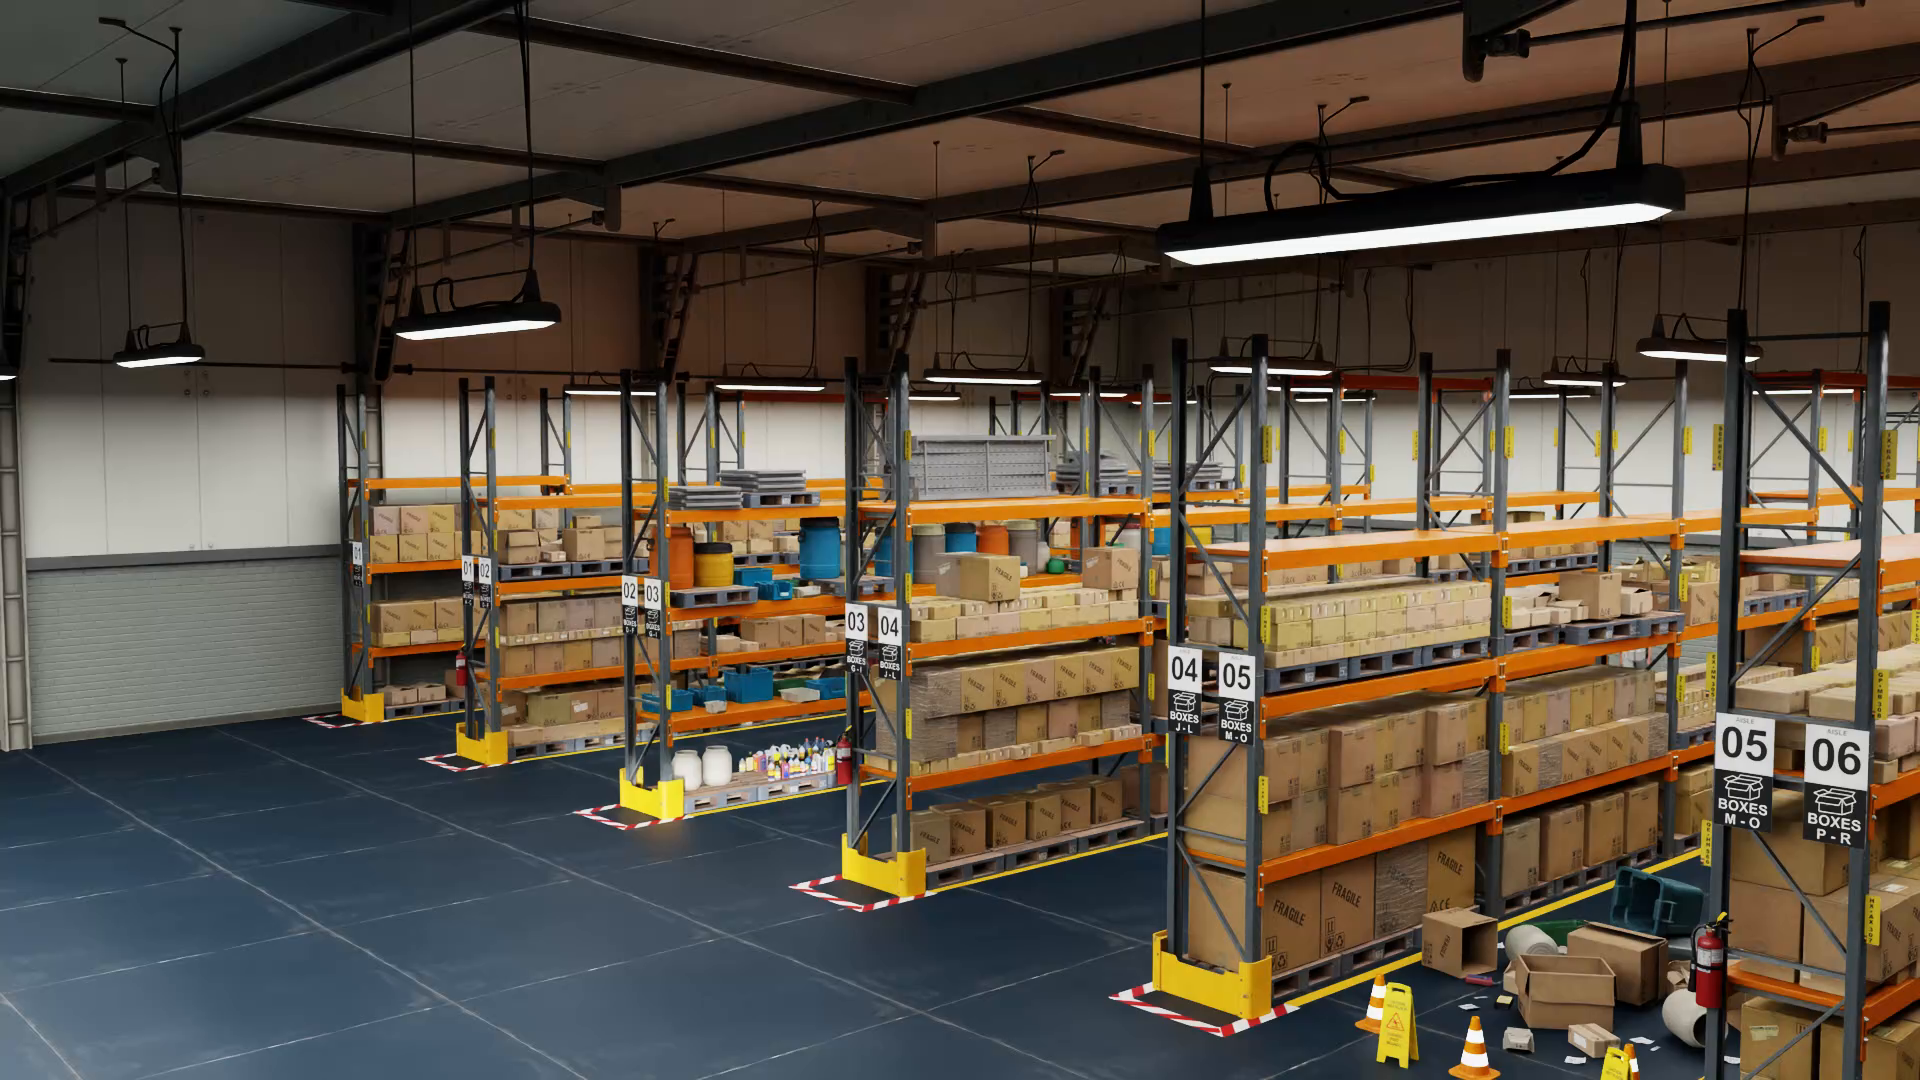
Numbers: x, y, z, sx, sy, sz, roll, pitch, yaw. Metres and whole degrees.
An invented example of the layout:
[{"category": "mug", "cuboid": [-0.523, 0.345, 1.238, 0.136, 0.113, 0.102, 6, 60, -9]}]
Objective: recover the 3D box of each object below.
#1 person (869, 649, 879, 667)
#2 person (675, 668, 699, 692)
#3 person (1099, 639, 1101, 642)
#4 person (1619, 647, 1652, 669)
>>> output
[{"category": "person", "cuboid": [-1.723, 1.945, 35.838, 0.497, 1.706, 0.549, -1, 4, -20]}, {"category": "person", "cuboid": [-5.124, 2.333, 30.820, 0.520, 1.671, 0.766, 2, 4, 26]}, {"category": "person", "cuboid": [2.589, 2.215, 32.389, 1.058, 1.610, 0.455, -4, 5, -44]}, {"category": "person", "cuboid": [12.673, 2.248, 31.203, 0.577, 1.756, 0.729, 1, 4, 21]}]
